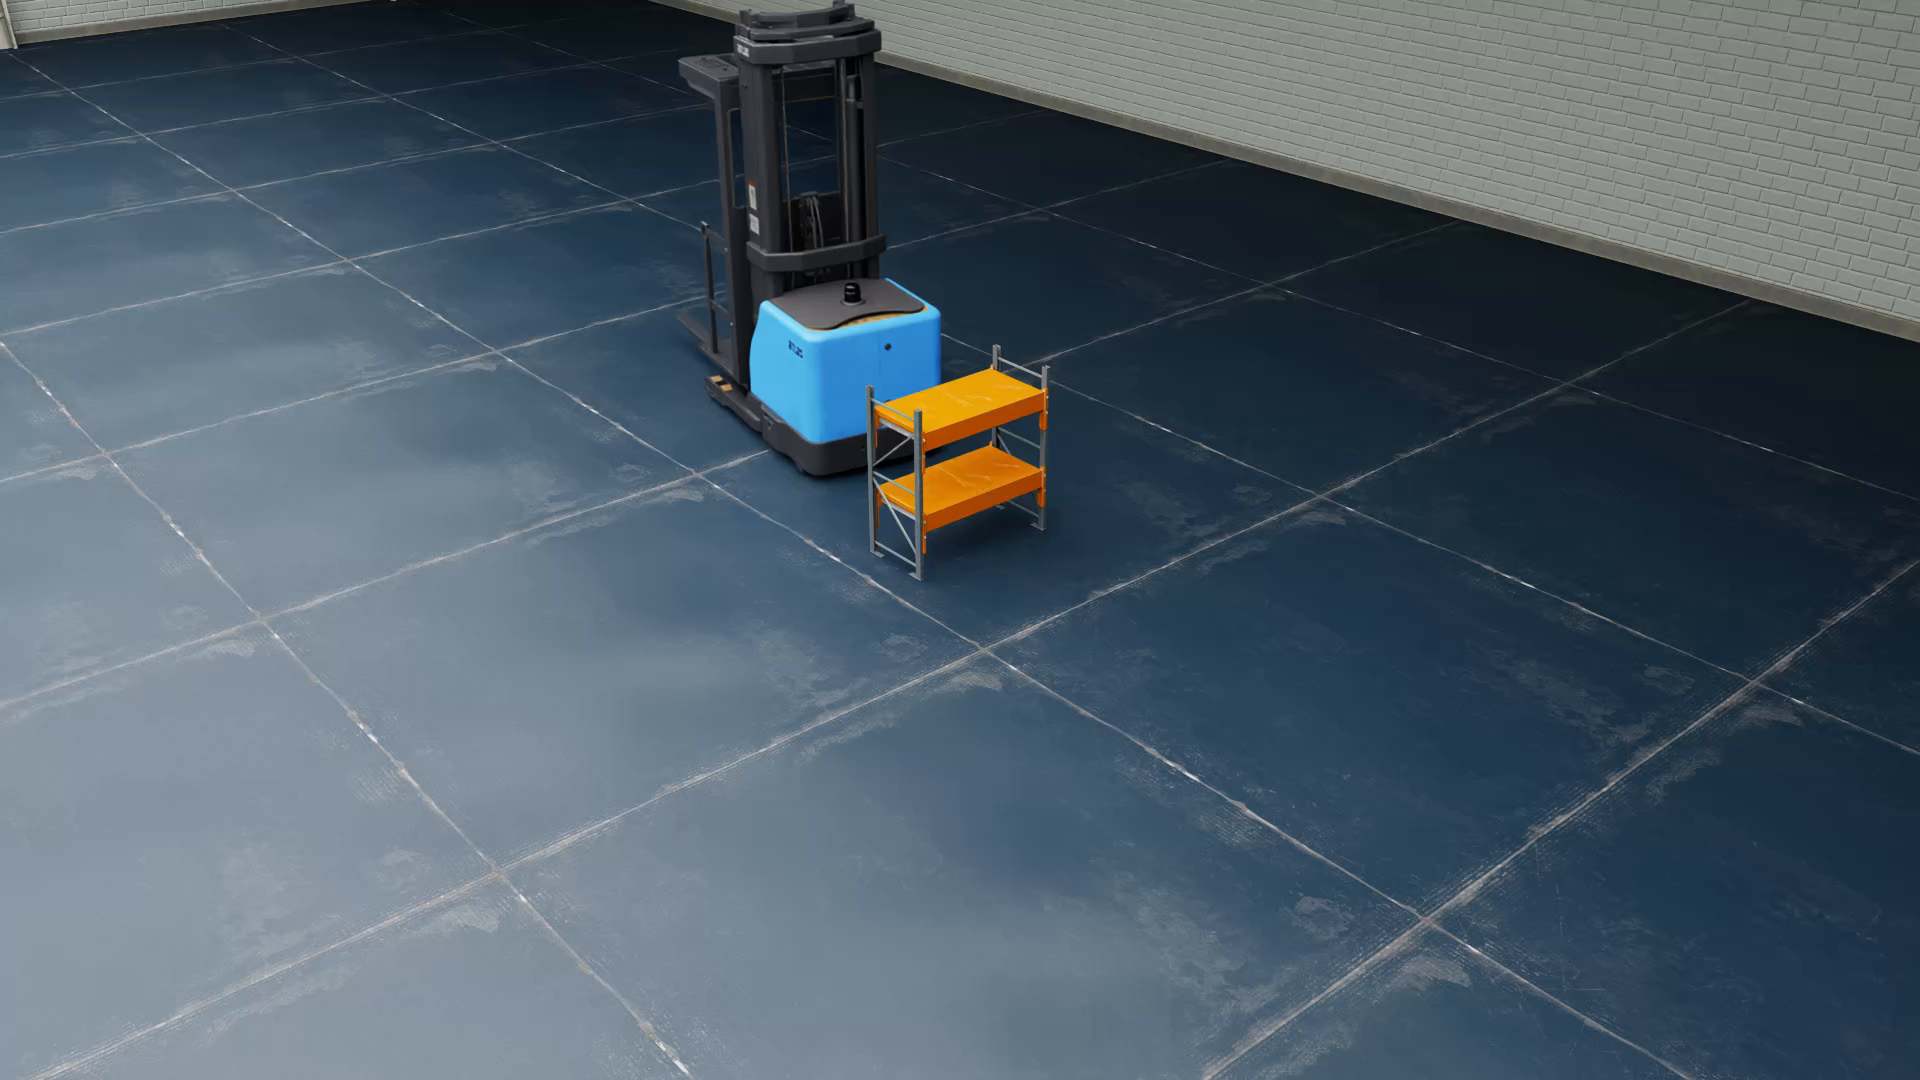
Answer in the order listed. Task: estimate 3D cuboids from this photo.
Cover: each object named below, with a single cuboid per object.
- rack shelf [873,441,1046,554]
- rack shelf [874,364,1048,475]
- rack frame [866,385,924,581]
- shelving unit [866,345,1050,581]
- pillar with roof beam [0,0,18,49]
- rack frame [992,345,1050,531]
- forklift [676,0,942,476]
[{"bbox_3d":[-0.005,-0.278,10.455,1.000,0.278,0.538,-22,35,-35],"label":"rack shelf"},{"bbox_3d":[-0.005,-0.752,10.201,1.000,0.278,0.538,-22,35,-35],"label":"rack shelf"},{"bbox_3d":[-0.392,-0.339,10.048,0.032,1.125,0.500,-22,35,-35],"label":"rack frame"},{"bbox_3d":[-0.005,-0.494,10.339,1.048,1.125,0.538,-22,35,-35],"label":"shelving unit"},{"bbox_3d":[-10.909,-9.446,18.736,0.400,9.000,9.100,-22,35,-35],"label":"pillar with roof beam"},{"bbox_3d":[0.382,-0.650,10.630,0.032,1.125,0.500,-22,35,-35],"label":"rack frame"},{"bbox_3d":[-1.280,-2.389,11.970,1.130,2.935,3.031,-15,32,-26],"label":"forklift"}]
